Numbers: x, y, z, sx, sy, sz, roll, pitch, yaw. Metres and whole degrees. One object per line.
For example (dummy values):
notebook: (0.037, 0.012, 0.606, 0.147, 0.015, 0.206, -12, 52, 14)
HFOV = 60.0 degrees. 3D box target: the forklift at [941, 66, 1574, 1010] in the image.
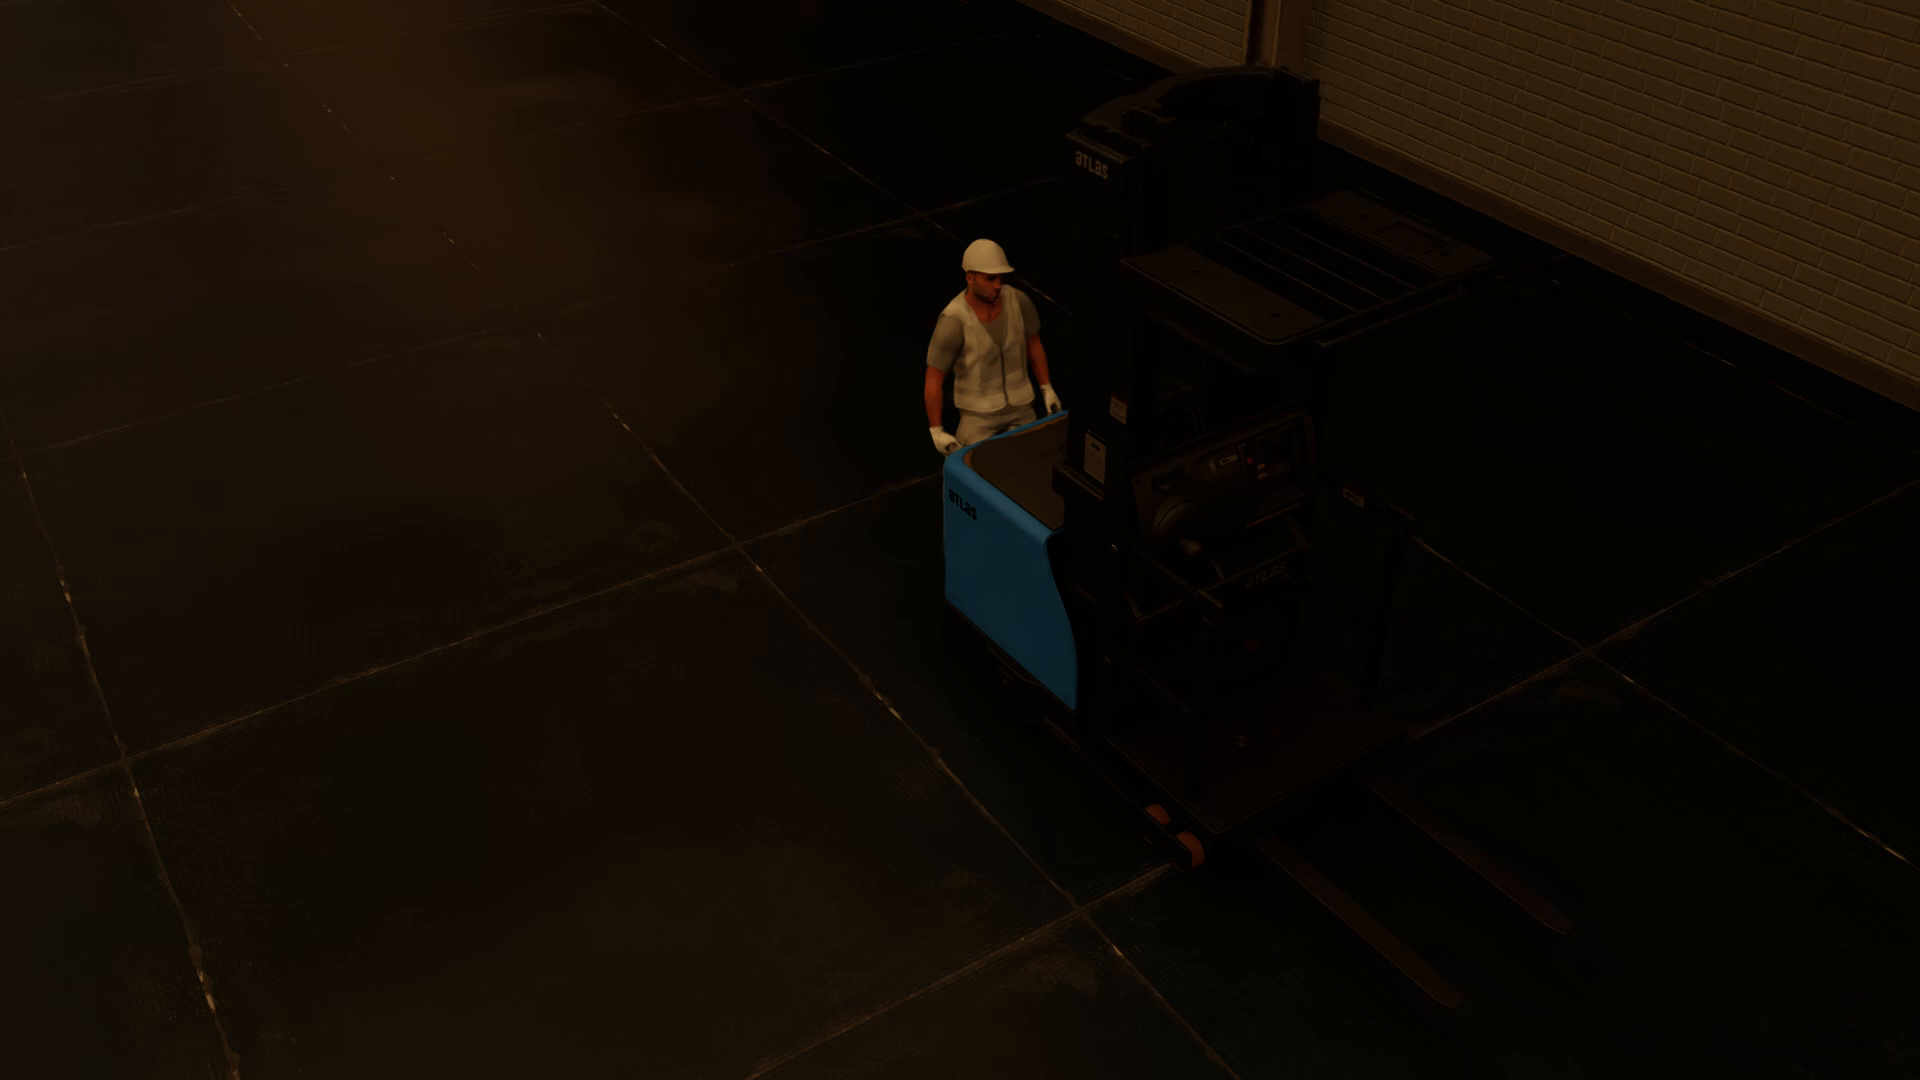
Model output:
forklift: (1.167, -0.165, 6.383, 1.130, 2.935, 3.031, -22, 41, -28)

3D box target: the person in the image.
person: (0.201, -0.575, 8.028, 0.718, 1.737, 0.696, -16, 38, -21)
